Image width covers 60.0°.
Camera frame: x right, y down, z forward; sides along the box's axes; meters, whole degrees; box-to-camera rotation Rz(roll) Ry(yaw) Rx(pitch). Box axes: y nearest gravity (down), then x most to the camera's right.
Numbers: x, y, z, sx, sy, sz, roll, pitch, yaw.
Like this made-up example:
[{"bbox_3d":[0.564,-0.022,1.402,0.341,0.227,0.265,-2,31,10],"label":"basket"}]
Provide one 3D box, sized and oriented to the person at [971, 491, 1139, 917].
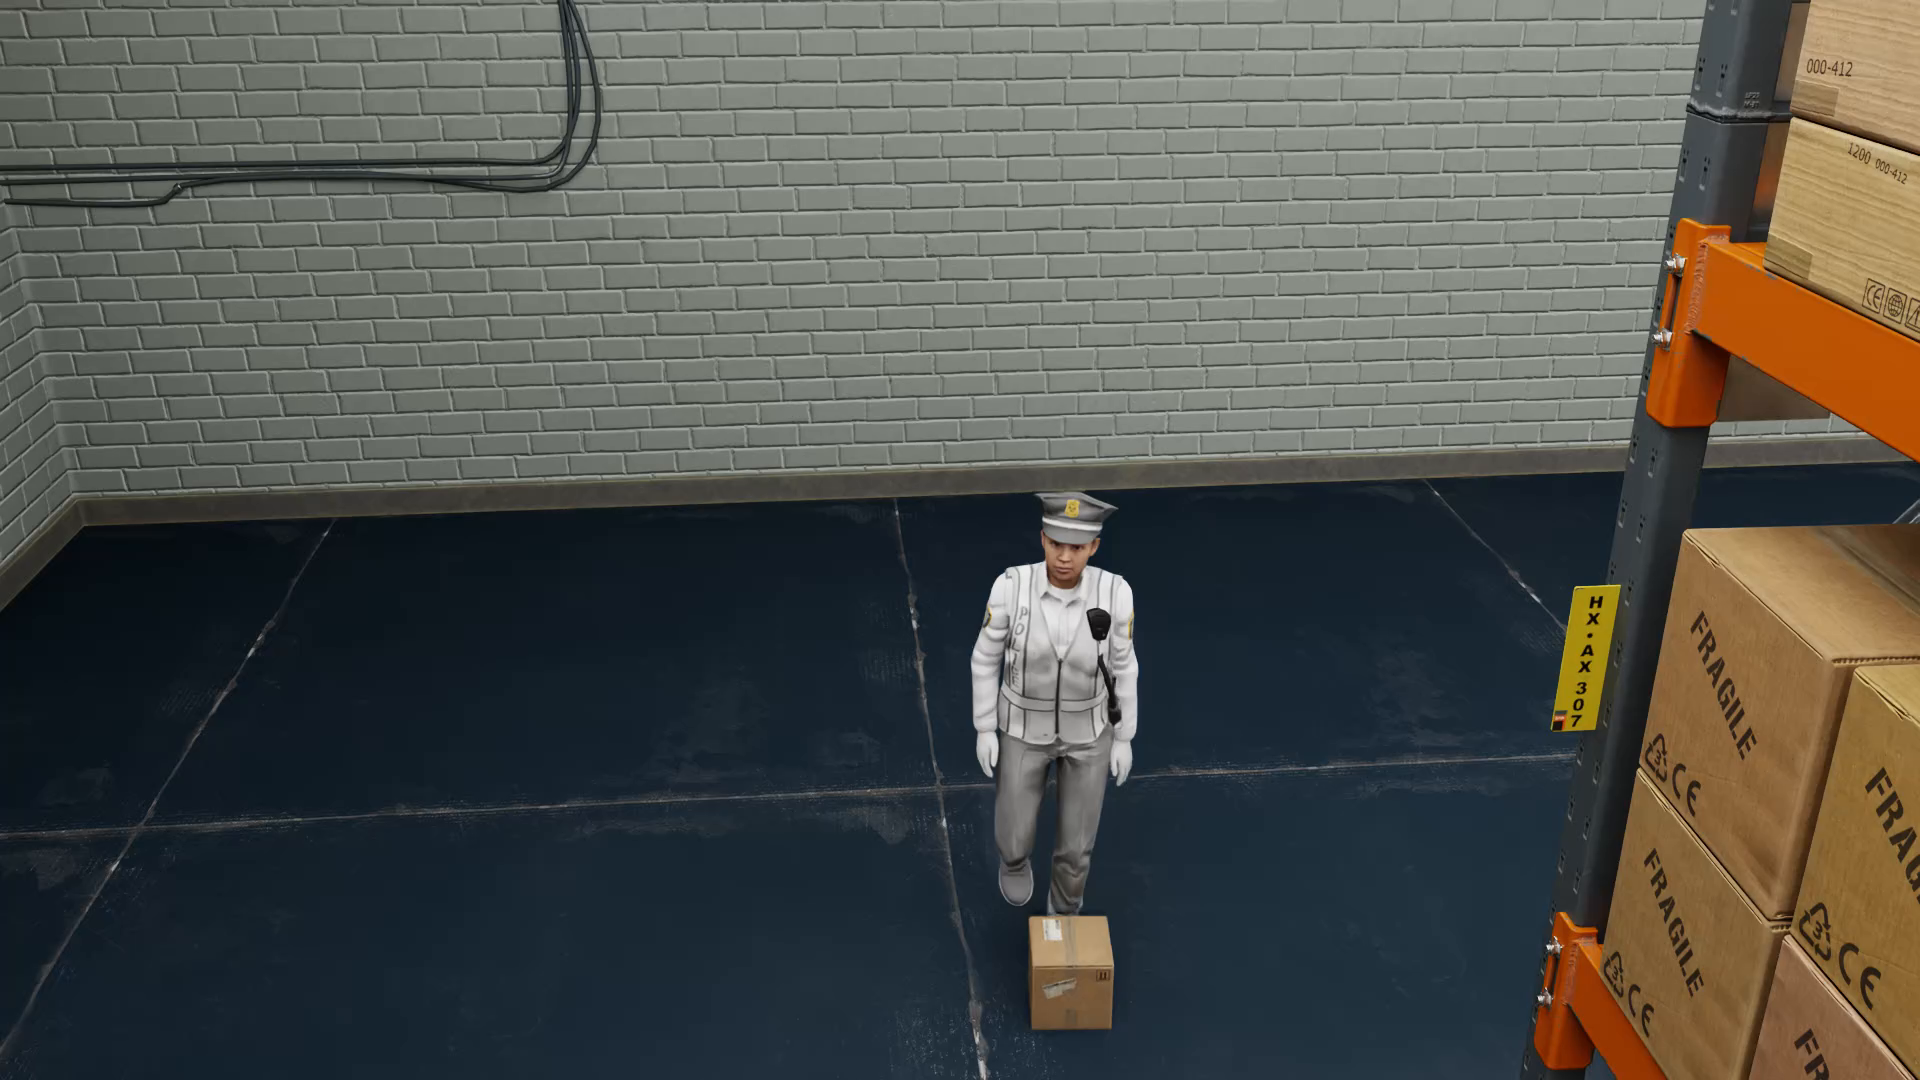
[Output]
[{"bbox_3d":[0.295,0.567,5.261,0.519,1.678,0.530,1,24,1],"label":"person"}]
